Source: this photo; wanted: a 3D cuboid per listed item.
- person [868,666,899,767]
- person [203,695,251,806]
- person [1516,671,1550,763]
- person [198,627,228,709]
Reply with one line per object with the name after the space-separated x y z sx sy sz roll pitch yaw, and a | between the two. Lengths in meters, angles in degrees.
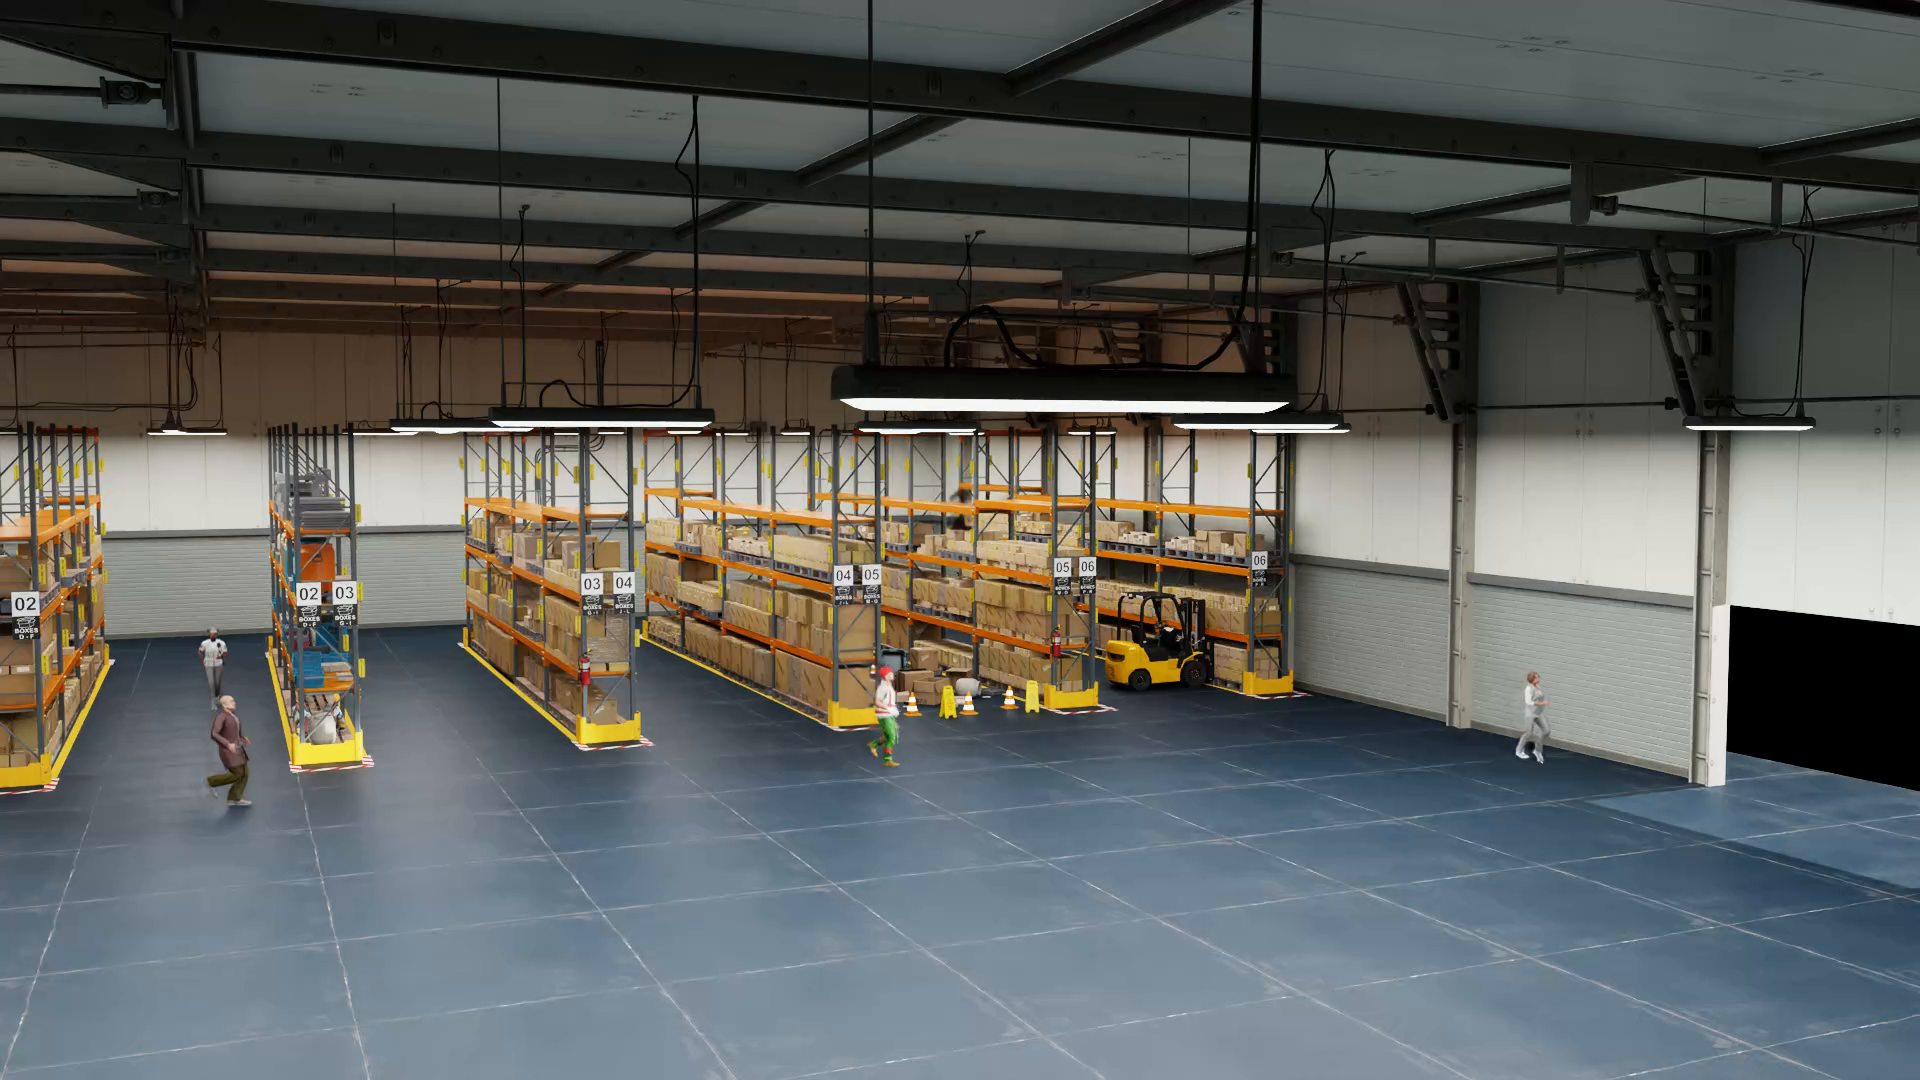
-1.339 3.078 29.029 0.651 1.754 0.649 1 4 13 | person
-11.398 3.277 25.880 0.690 1.733 0.709 0 3 -1 | person
10.145 3.128 29.372 0.507 1.621 0.682 -2 4 -31 | person
-15.912 2.709 35.464 0.575 1.724 0.765 -2 4 -28 | person
